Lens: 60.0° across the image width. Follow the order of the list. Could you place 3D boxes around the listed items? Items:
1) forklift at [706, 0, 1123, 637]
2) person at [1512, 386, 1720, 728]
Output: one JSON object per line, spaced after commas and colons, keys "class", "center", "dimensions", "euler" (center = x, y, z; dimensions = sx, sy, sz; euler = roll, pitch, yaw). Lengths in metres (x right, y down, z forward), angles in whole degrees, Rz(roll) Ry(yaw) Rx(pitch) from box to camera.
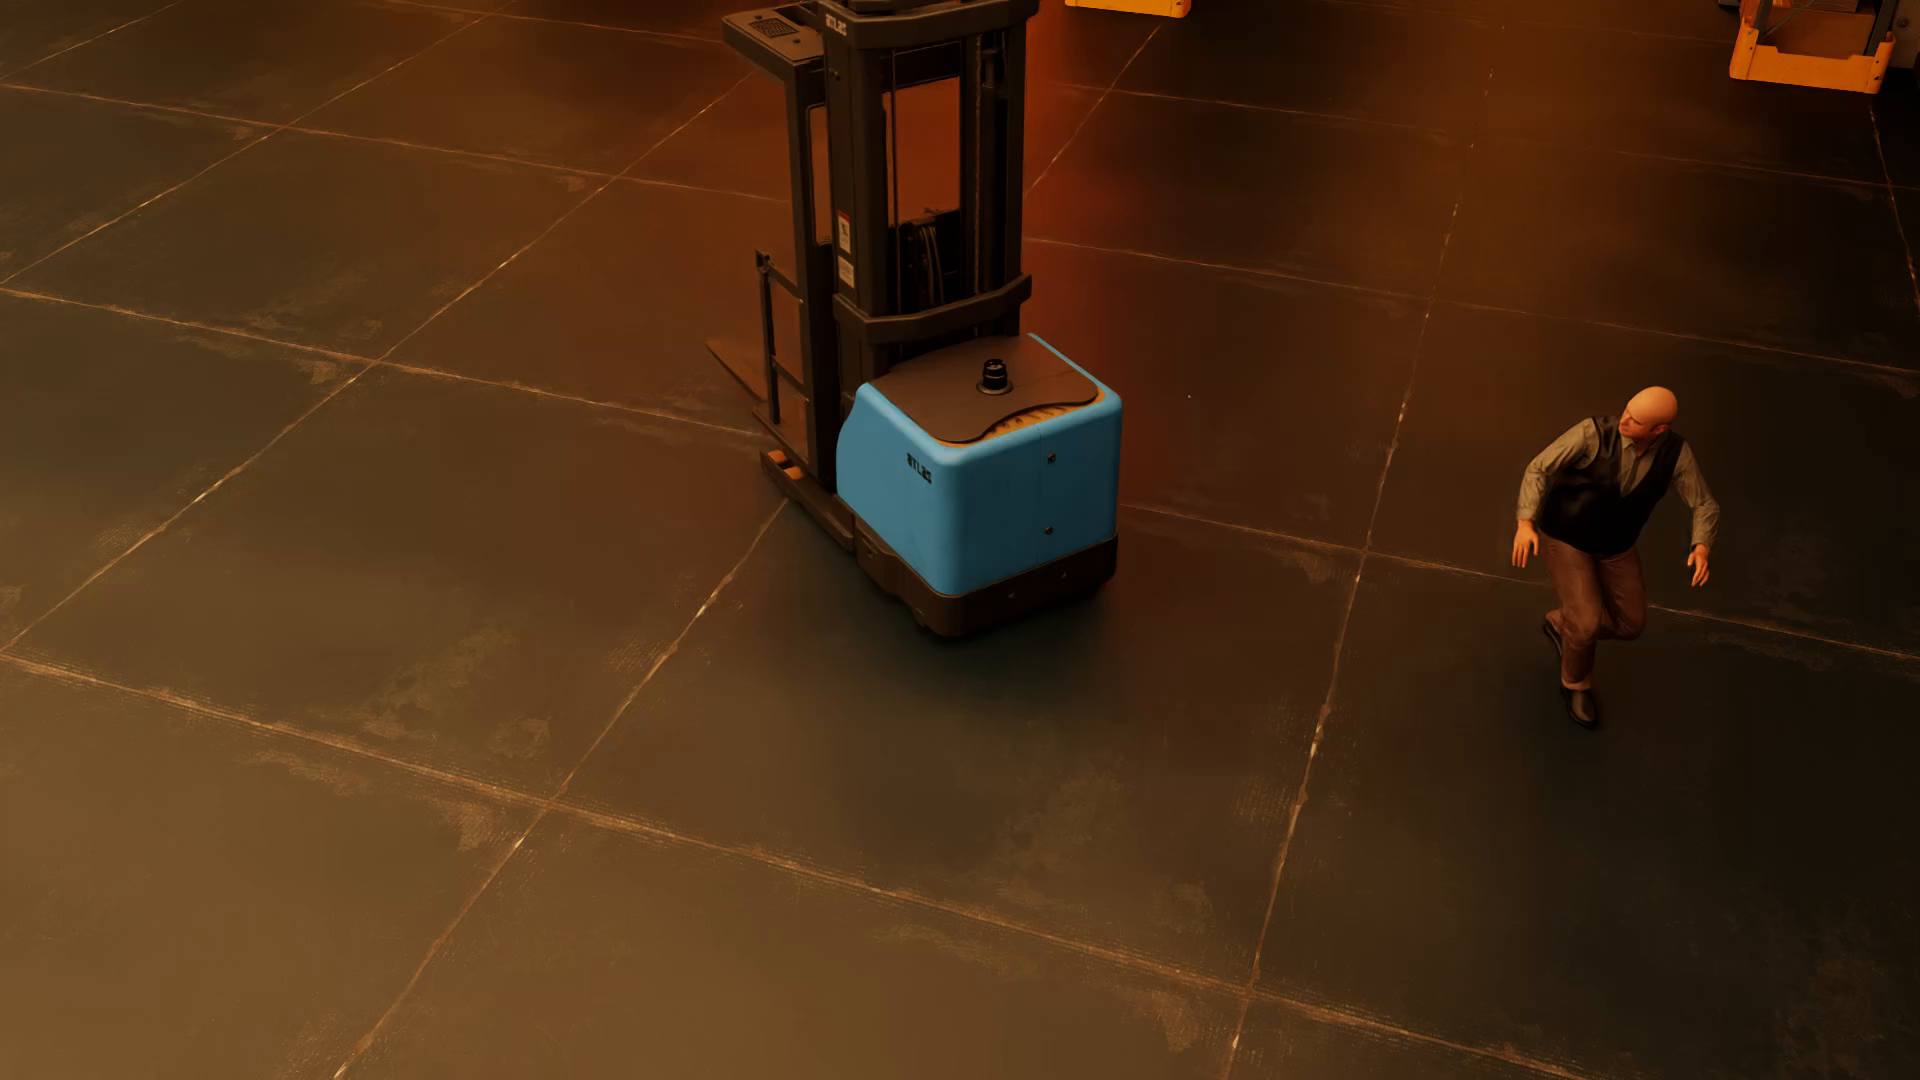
{"class": "forklift", "center": [-0.431, -1.555, 8.304], "dimensions": [1.130, 2.935, 3.031], "euler": [-20, 40, -26]}
{"class": "person", "center": [2.777, 0.070, 7.155], "dimensions": [0.835, 1.605, 0.782], "euler": [-4, 36, -5]}
